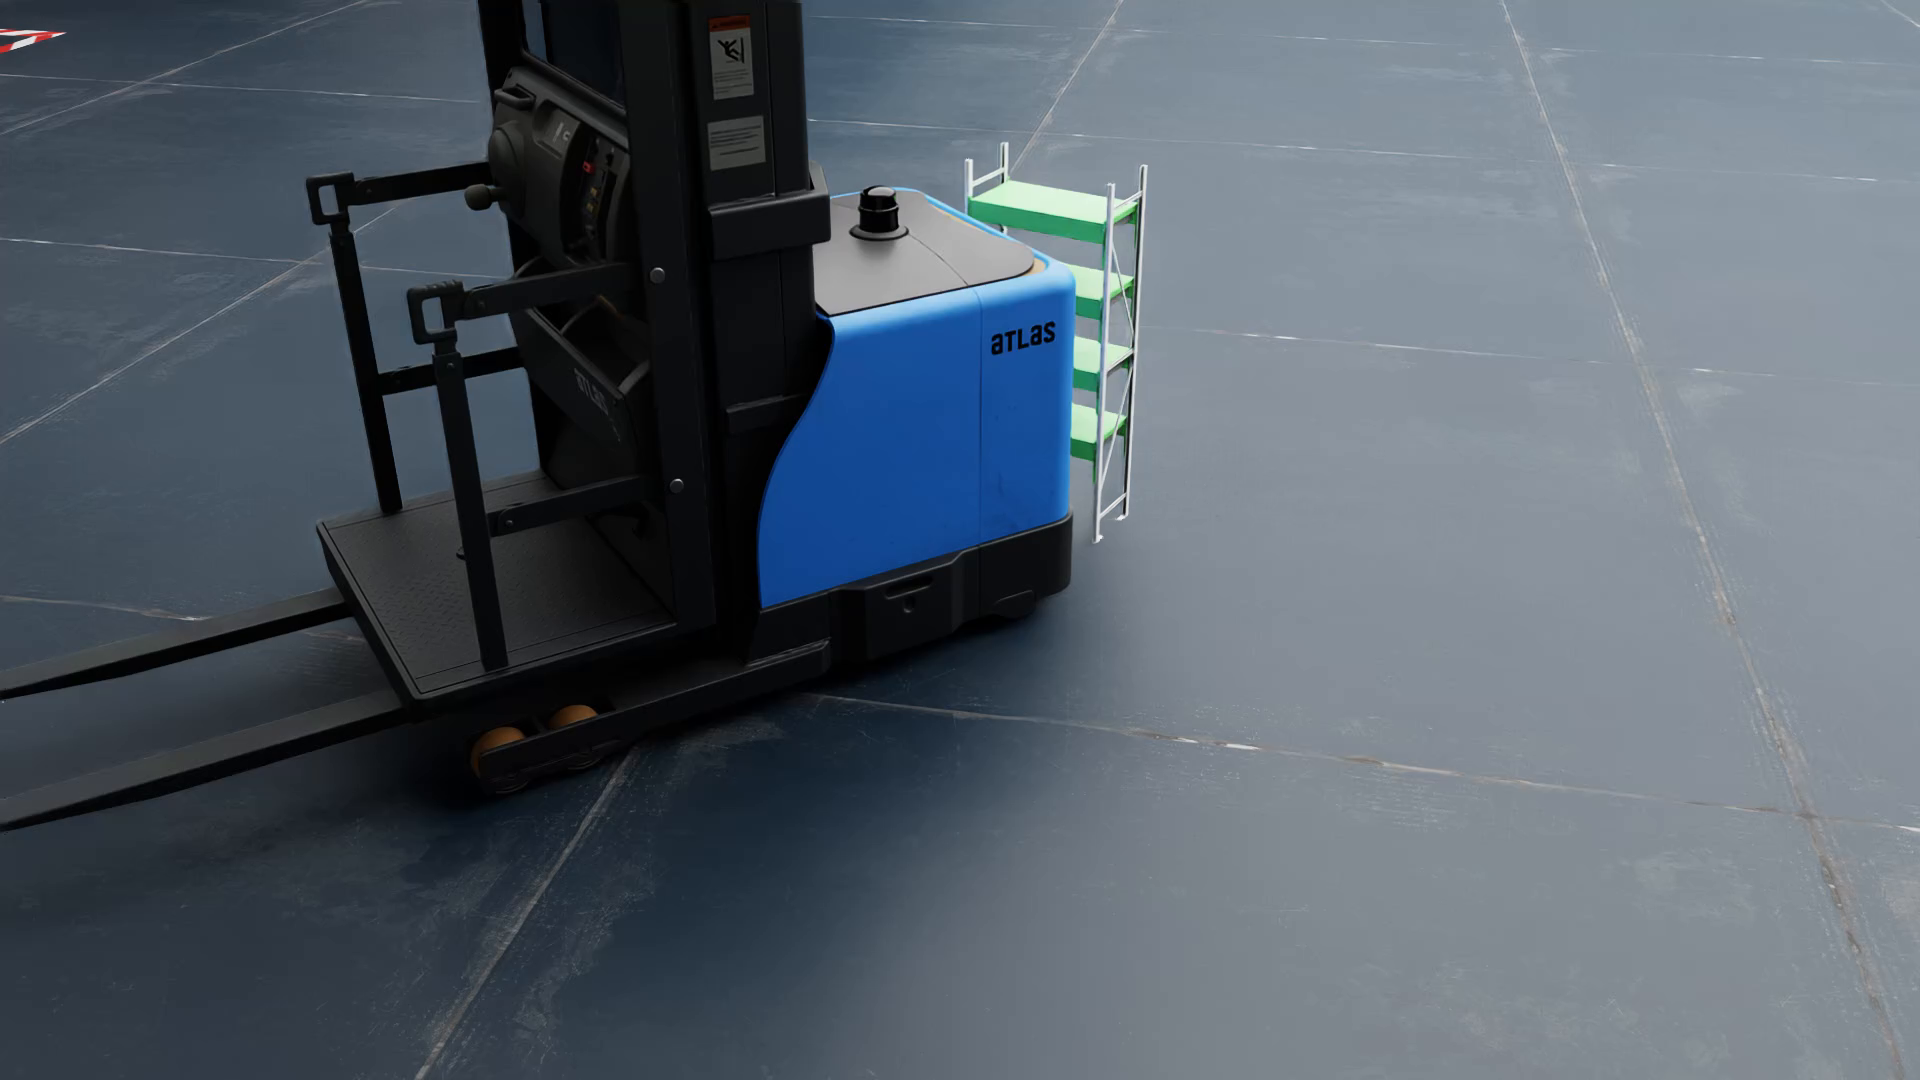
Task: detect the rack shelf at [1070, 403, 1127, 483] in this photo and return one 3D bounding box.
[{"bbox_3d":[0.292,-0.357,5.504,0.480,0.148,0.258,16,33,27],"label":"rack shelf"}]

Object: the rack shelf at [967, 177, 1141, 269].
[{"bbox_3d":[0.292,-0.989,5.159,0.480,0.148,0.258,16,33,27],"label":"rack shelf"}]

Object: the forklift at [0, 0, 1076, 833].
[{"bbox_3d":[-1.187,-0.924,4.105,3.031,2.935,1.130,-16,33,-27],"label":"forklift"}]

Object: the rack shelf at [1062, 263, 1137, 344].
[{"bbox_3d":[0.292,-0.778,5.274,0.480,0.148,0.258,16,33,27],"label":"rack shelf"}]

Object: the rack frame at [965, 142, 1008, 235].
[{"bbox_3d":[0.084,-0.685,5.470,0.015,1.200,0.240,16,33,27],"label":"rack frame"}]

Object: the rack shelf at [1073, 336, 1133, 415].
[{"bbox_3d":[0.292,-0.568,5.389,0.480,0.148,0.258,16,33,27],"label":"rack shelf"}]

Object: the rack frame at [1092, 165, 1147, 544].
[{"bbox_3d":[0.500,-0.563,5.247,0.015,1.200,0.240,16,33,27],"label":"rack frame"}]

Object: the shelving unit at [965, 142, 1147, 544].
[{"bbox_3d":[0.292,-0.624,5.359,0.503,1.200,0.258,16,33,27],"label":"shelving unit"}]
